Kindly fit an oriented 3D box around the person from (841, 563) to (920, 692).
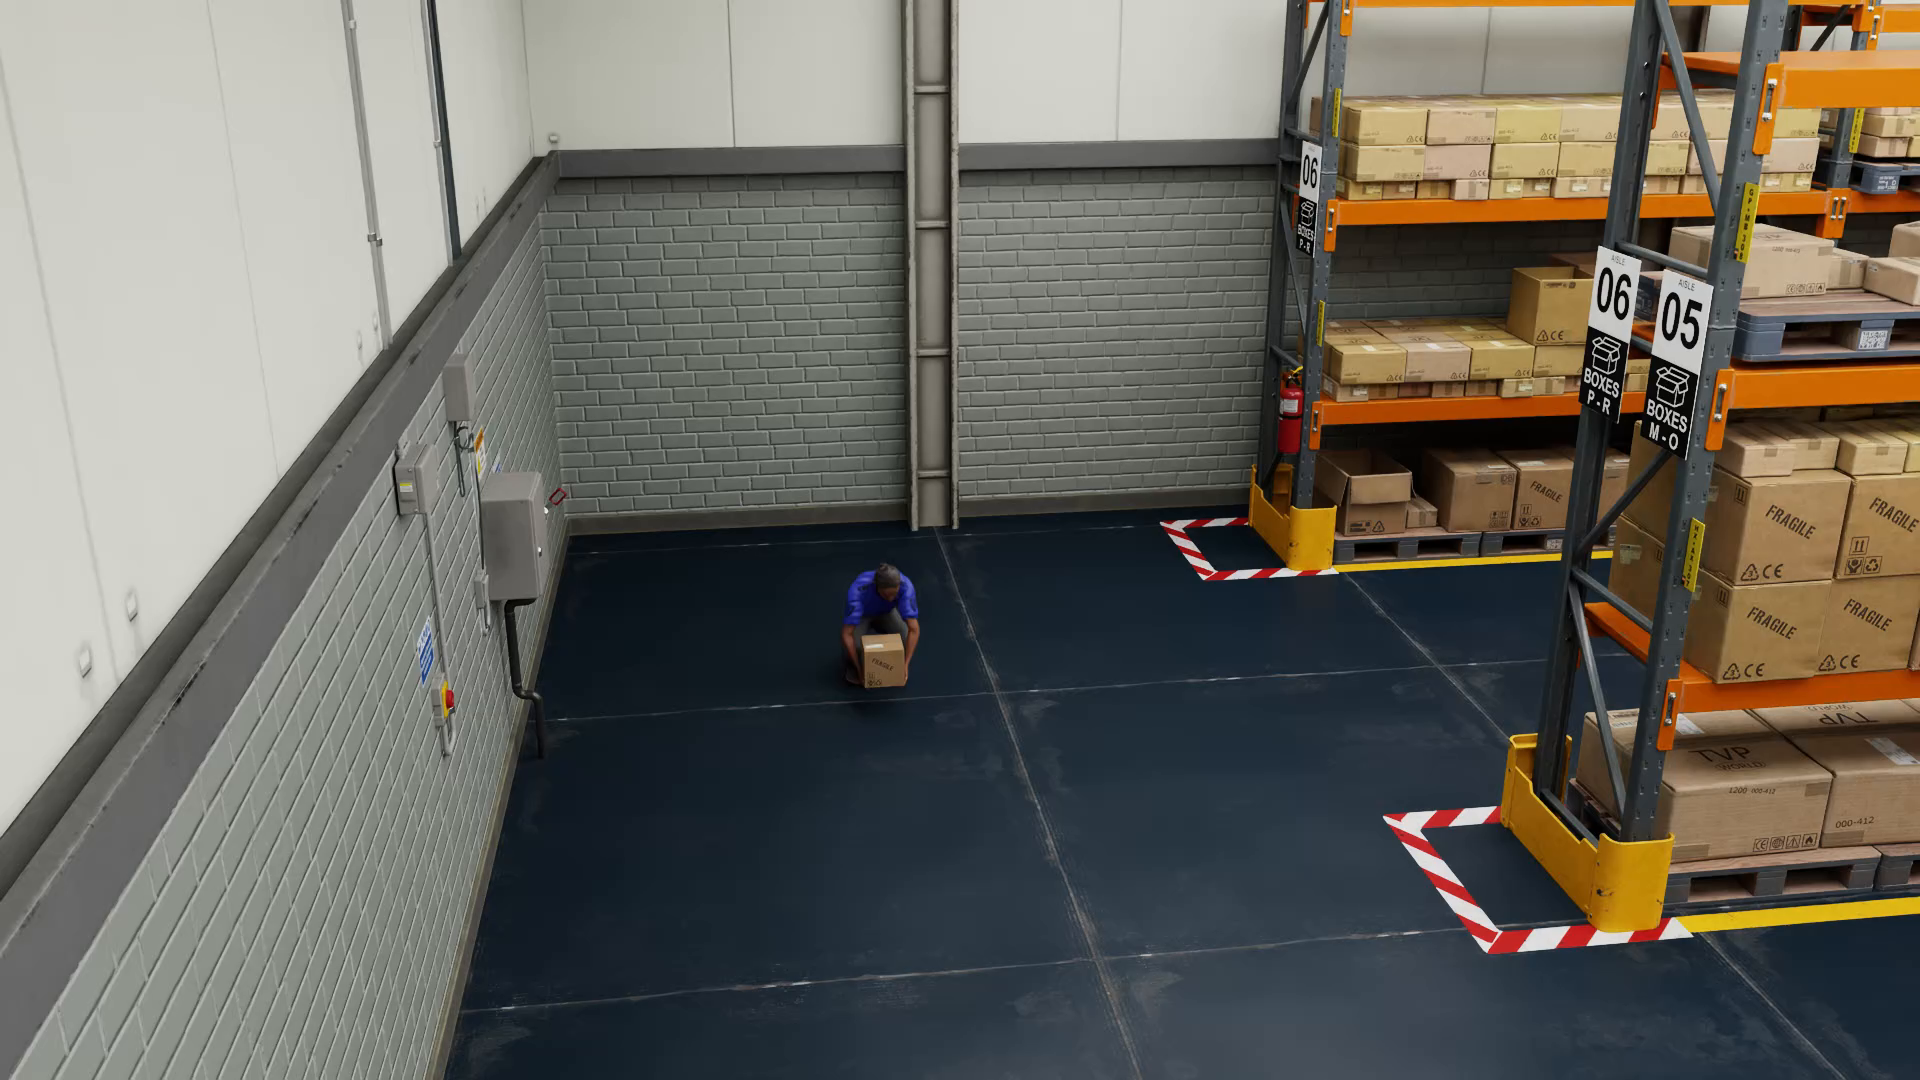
[{"bbox_3d":[-0.530,0.527,10.740,0.503,0.919,0.827,-3,20,-8],"label":"person"}]
